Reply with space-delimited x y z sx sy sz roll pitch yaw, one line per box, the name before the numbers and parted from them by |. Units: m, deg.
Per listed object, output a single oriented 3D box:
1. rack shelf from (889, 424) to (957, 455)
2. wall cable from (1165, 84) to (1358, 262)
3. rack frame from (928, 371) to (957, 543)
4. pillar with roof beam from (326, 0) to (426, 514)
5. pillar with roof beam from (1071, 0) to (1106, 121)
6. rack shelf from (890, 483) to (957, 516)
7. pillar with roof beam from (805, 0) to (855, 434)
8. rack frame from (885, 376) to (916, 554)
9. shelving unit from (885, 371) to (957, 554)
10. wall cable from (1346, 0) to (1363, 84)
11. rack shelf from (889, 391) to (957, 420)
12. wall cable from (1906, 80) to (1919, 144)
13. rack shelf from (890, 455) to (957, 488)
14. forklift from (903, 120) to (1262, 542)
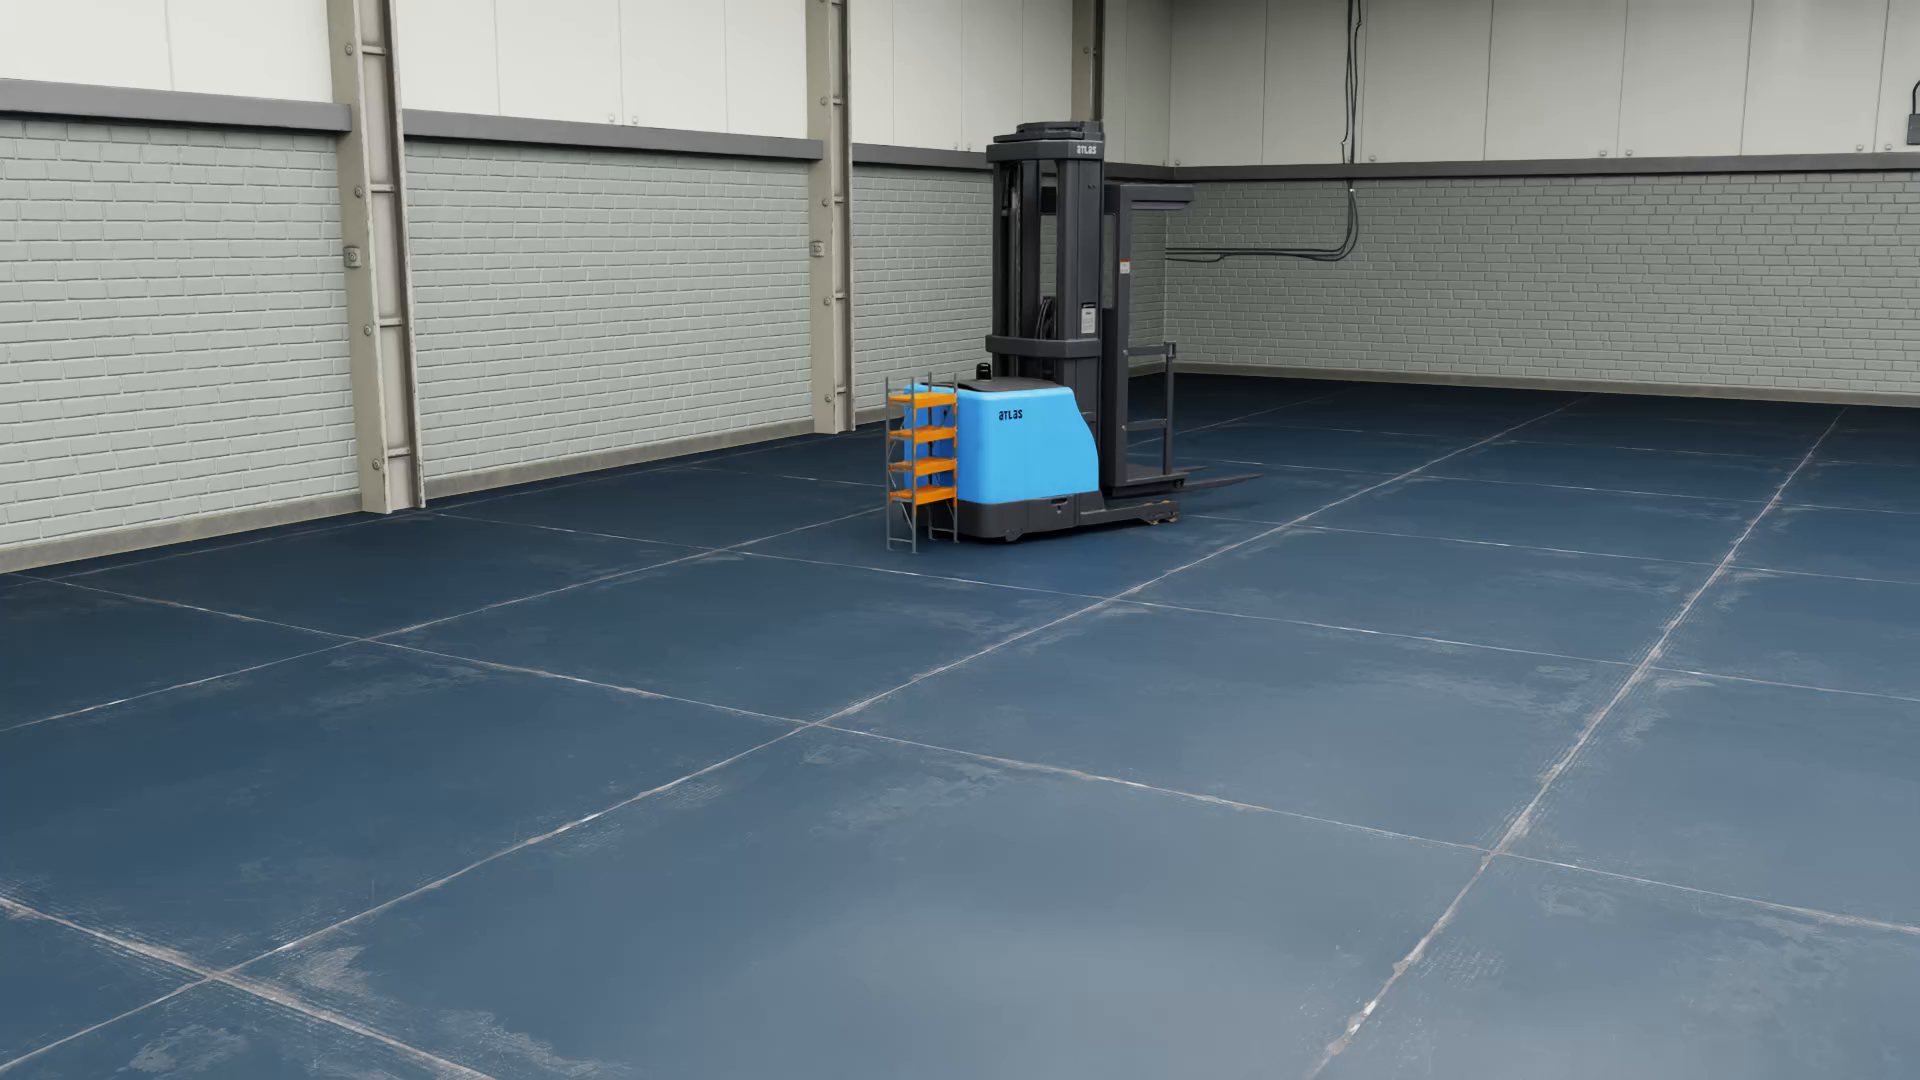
rack shelf | -0.263 -0.697 11.480 0.258 0.148 0.480 8 13 35
wall cable | 4.391 -5.371 24.539 3.097 2.526 0.112 6 12 31
rack frame | -0.121 -0.580 11.704 0.240 1.200 0.015 8 13 35
pillar with roof beam | -0.819 -4.261 10.176 9.100 9.000 0.400 6 12 31
pillar with roof beam | 5.411 -6.149 20.257 9.100 9.000 0.400 6 12 31
rack shelf | -0.263 -0.282 11.558 0.258 0.148 0.480 8 13 35
pillar with roof beam | 2.296 -5.205 15.216 9.100 9.000 0.400 6 12 31
rack frame | -0.406 -0.507 11.314 0.240 1.200 0.015 8 13 35
shelving unit | -0.263 -0.543 11.509 0.258 1.200 0.503 8 13 35
wall cable | 6.703 -7.595 22.694 3.097 2.526 0.112 6 12 31
rack shelf | -0.263 -0.929 11.437 0.258 0.148 0.480 8 13 35
wall cable | 12.497 -7.659 19.083 2.305 6.003 0.169 6 12 31
rack shelf | -0.263 -0.477 11.521 0.258 0.148 0.480 8 13 35
forklift | 1.051 -1.622 12.570 3.031 2.935 1.130 -8 13 -37
